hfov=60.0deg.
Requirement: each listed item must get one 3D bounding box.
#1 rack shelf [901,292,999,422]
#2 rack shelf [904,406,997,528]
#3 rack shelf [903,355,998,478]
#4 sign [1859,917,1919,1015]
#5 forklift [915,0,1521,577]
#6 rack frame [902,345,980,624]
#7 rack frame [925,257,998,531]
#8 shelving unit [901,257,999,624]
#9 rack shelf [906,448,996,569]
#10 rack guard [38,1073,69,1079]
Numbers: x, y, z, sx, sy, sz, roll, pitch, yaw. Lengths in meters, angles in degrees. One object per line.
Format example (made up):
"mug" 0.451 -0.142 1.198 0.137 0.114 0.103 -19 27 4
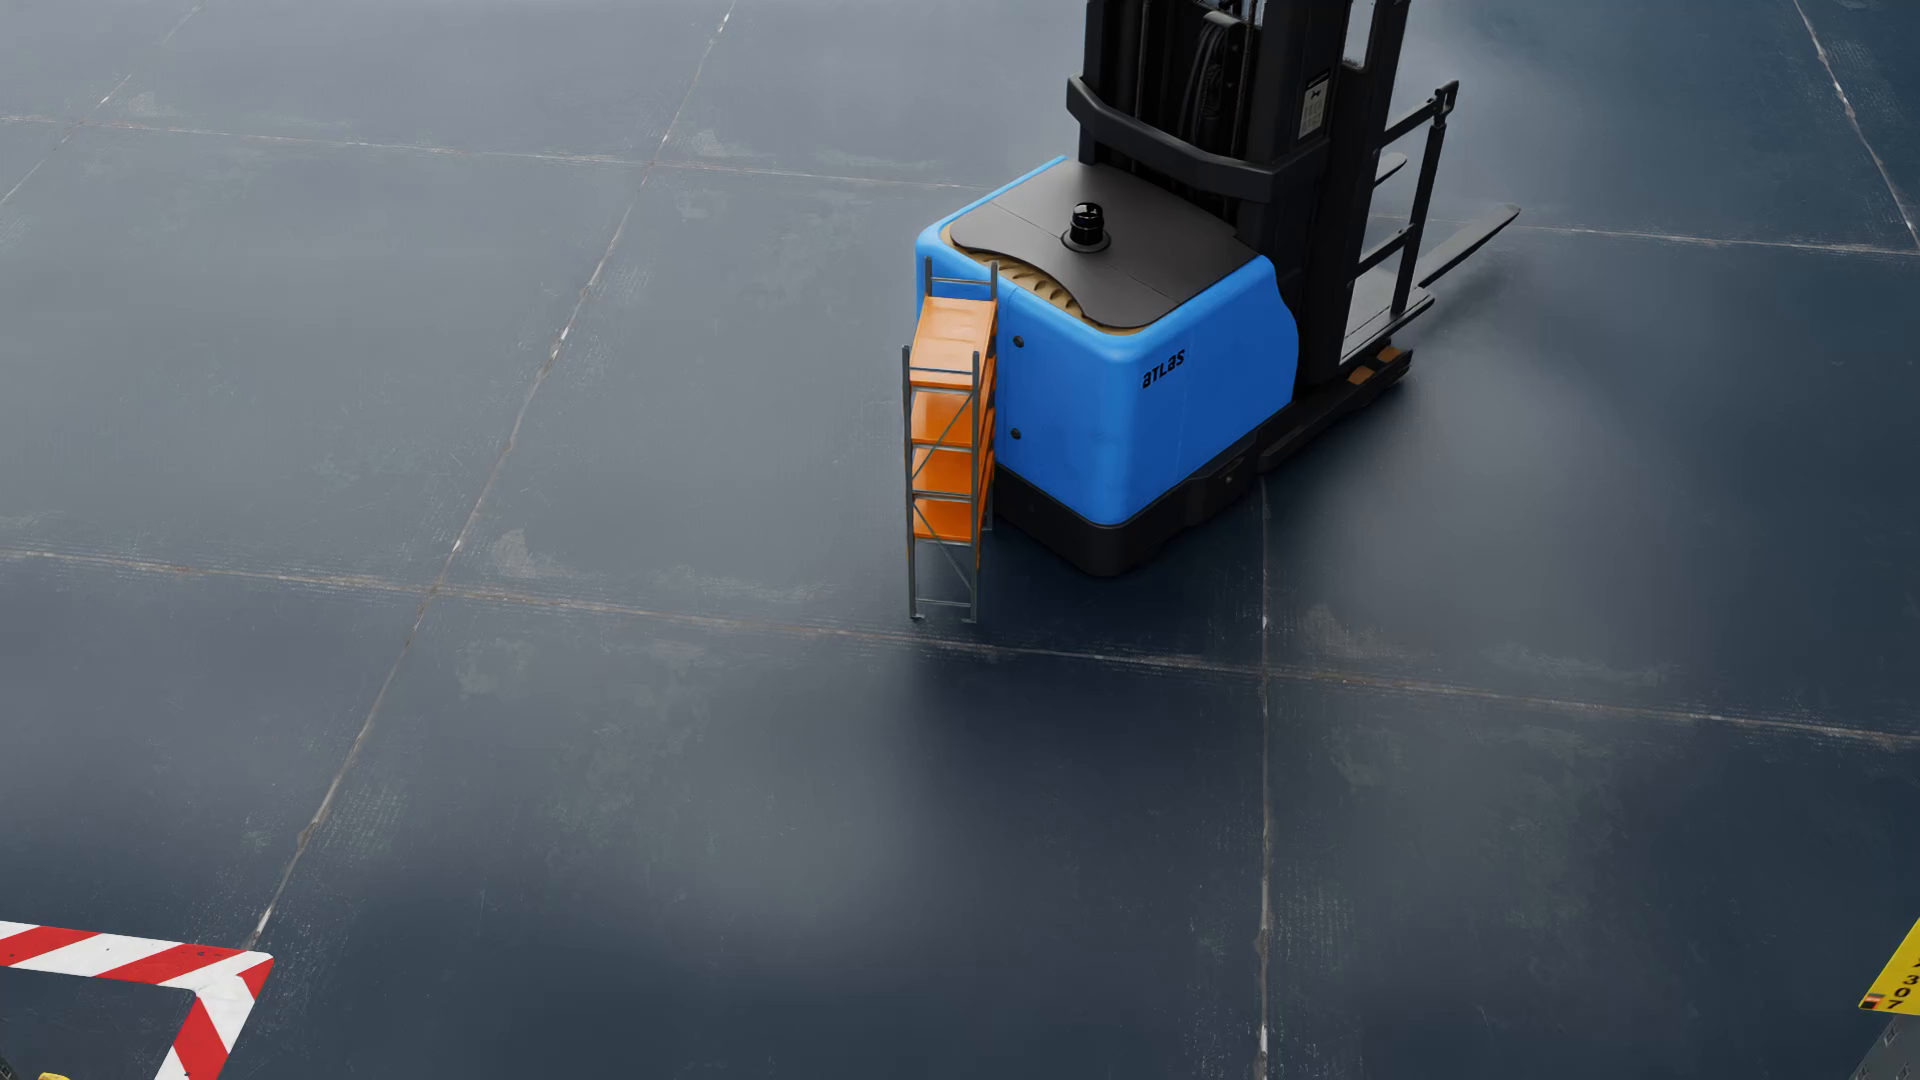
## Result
"rack shelf" -0.028 -0.604 5.443 0.258 0.148 0.480 5 44 5
"rack shelf" -0.028 -0.270 5.760 0.258 0.148 0.480 5 44 5
"rack shelf" -0.028 -0.432 5.606 0.258 0.148 0.480 5 44 5
"sign" 1.556 0.671 2.673 0.100 0.325 0.005 5 44 6
"forklift" 1.228 -1.837 6.058 3.031 2.935 1.130 -34 53 -31
"rack frame" -0.060 -0.152 5.538 0.240 1.200 0.015 5 44 5
"rack frame" 0.004 -0.485 5.889 0.240 1.200 0.015 5 44 5
"shelving unit" -0.028 -0.318 5.713 0.258 1.200 0.503 5 44 5
"rack shelf" -0.028 -0.125 5.896 0.258 0.148 0.480 5 44 5
"rack guard" -2.767 1.579 4.219 1.175 0.500 0.348 5 44 6
